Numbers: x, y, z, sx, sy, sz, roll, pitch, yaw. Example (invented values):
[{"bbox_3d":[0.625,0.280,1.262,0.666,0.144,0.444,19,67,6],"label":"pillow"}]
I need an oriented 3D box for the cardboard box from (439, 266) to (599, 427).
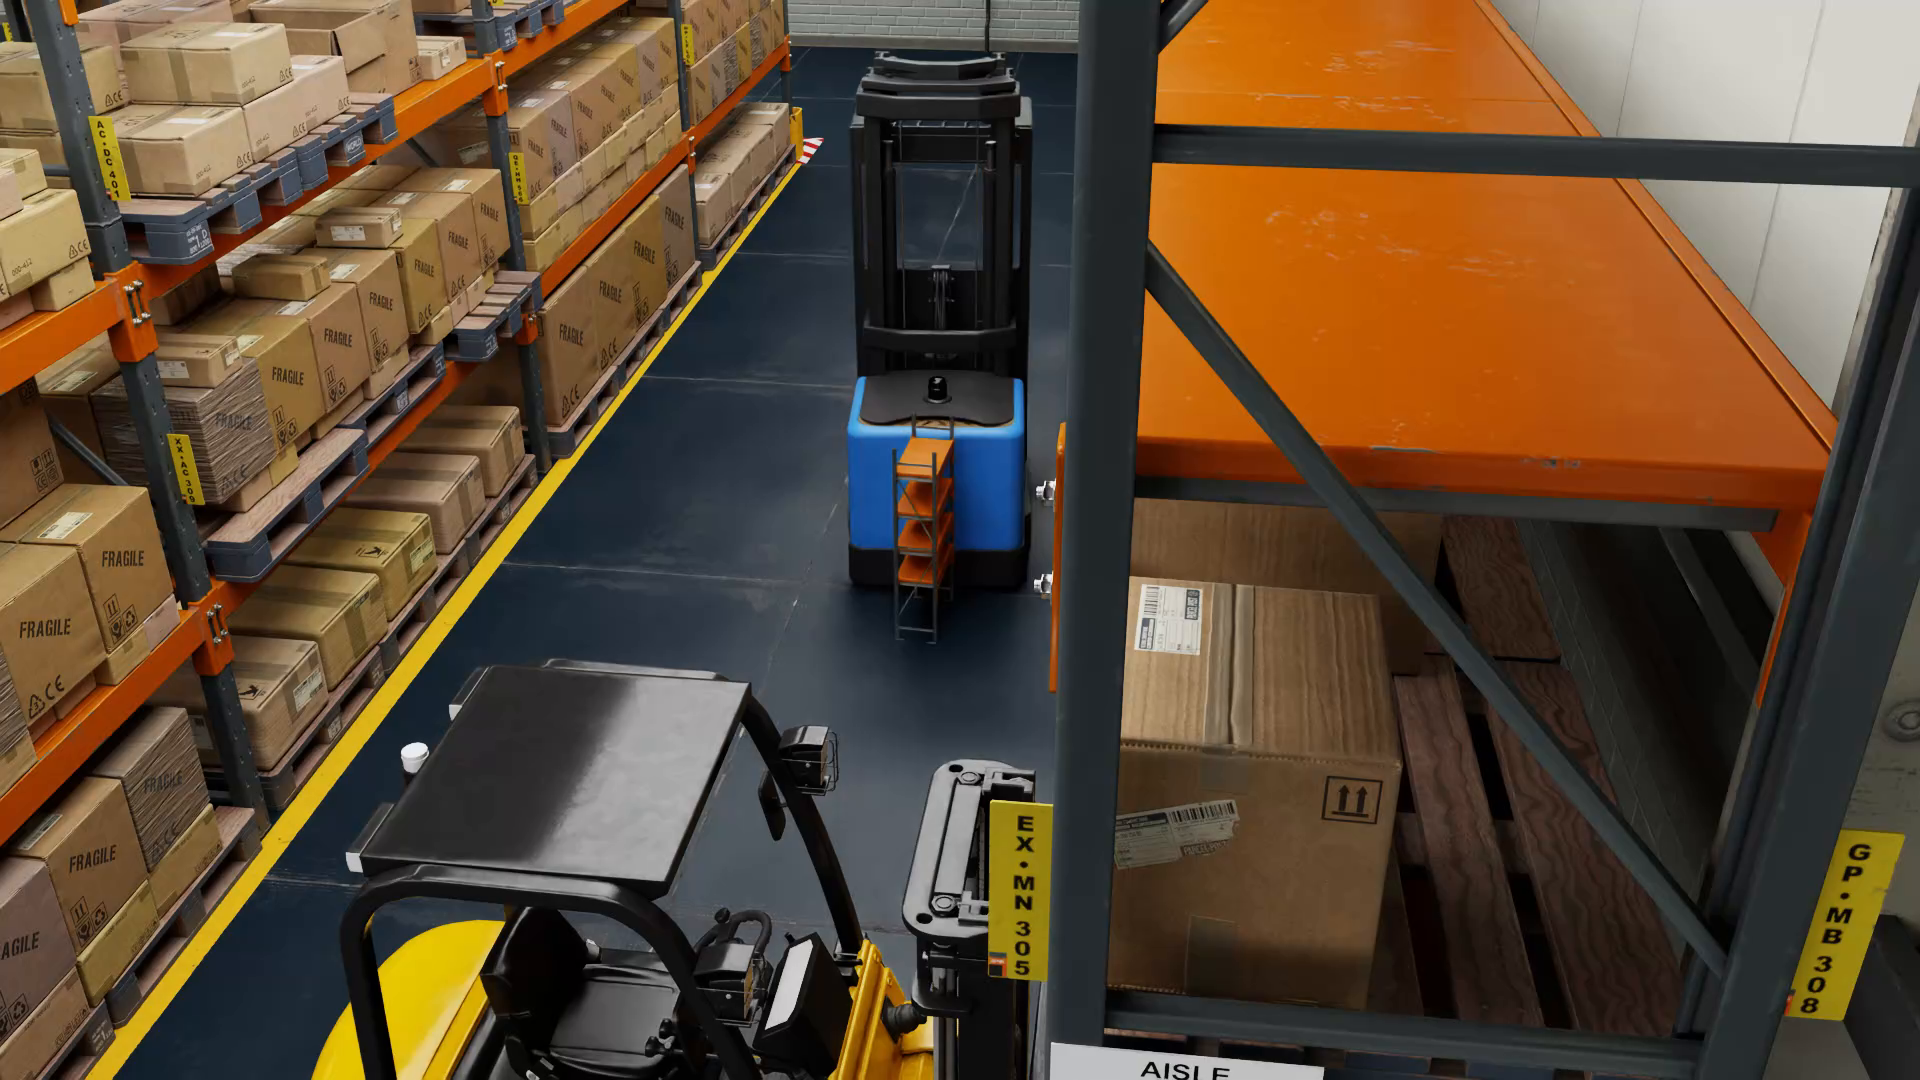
[{"bbox_3d":[-3.151,-1.395,11.767,0.875,0.875,0.875,3,28,6],"label":"cardboard box"}]

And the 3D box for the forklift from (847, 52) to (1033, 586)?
[{"bbox_3d":[-0.105,-1.675,10.562,1.130,2.935,3.031,1,28,1],"label":"forklift"}]

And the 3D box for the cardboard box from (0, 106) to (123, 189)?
[{"bbox_3d":[-3.880,-1.665,7.024,0.500,0.250,0.500,3,28,5],"label":"cardboard box"}]

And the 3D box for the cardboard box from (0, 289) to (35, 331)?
[{"bbox_3d":[-3.662,-0.873,6.102,0.380,0.149,0.250,4,29,7],"label":"cardboard box"}]

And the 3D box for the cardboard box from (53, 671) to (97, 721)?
[{"bbox_3d":[-3.678,0.573,6.581,0.380,0.149,0.250,3,29,6],"label":"cardboard box"}]

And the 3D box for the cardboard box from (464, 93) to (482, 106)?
[{"bbox_3d":[-3.459,-2.810,11.436,0.500,0.500,0.500,4,29,7],"label":"cardboard box"}]

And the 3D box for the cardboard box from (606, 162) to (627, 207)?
[{"bbox_3d":[-2.836,-2.697,12.544,0.500,0.250,0.500,3,28,6],"label":"cardboard box"}]

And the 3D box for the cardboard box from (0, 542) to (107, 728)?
[{"bbox_3d":[-3.672,0.349,6.313,0.500,0.500,0.500,4,29,8],"label":"cardboard box"}]

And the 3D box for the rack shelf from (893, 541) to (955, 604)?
[{"bbox_3d":[-0.201,0.172,9.517,0.258,0.148,0.480,5,29,9],"label":"rack shelf"}]

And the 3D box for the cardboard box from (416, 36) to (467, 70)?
[{"bbox_3d":[-3.148,-2.875,9.818,0.380,0.149,0.250,3,28,6],"label":"cardboard box"}]

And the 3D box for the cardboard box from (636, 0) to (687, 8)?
[{"bbox_3d":[-2.531,-4.612,14.096,0.380,0.149,0.250,3,28,5],"label":"cardboard box"}]

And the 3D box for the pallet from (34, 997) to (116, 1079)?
[{"bbox_3d":[-4.002,2.179,6.275,1.003,0.211,1.213,3,28,6],"label":"pallet"}]

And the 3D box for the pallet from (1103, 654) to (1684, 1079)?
[{"bbox_3d":[0.741,0.614,3.170,1.003,0.211,1.213,3,28,6],"label":"pallet"}]

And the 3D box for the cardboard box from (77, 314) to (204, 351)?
[{"bbox_3d":[-3.920,-0.767,7.941,0.500,0.500,0.500,4,29,6],"label":"cardboard box"}]

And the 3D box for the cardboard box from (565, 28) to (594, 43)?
[{"bbox_3d":[-3.202,-3.761,13.201,0.500,0.500,0.500,3,28,6],"label":"cardboard box"}]

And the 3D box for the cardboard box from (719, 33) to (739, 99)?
[{"bbox_3d":[-2.377,-4.428,15.494,0.500,0.500,0.500,4,29,7],"label":"cardboard box"}]

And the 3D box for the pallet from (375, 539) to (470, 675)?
[{"bbox_3d":[-3.567,0.343,9.684,1.003,0.211,1.213,3,28,6],"label":"pallet"}]

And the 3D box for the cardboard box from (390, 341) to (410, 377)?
[{"bbox_3d":[-3.236,-0.998,9.054,0.380,0.149,0.250,2,28,5],"label":"cardboard box"}]

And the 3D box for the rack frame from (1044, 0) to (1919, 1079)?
[{"bbox_3d":[0.629,-0.414,1.823,1.000,3.000,0.127,3,28,6],"label":"rack frame"}]

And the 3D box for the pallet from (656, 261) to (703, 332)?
[{"bbox_3d":[-2.847,-2.113,14.242,1.003,0.211,1.213,3,28,6],"label":"pallet"}]

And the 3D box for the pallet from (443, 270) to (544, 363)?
[{"bbox_3d":[-3.299,-1.399,10.179,1.213,0.211,1.003,3,28,6],"label":"pallet"}]

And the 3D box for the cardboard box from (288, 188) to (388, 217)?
[{"bbox_3d":[-3.659,-1.741,9.750,0.500,0.500,0.500,5,29,9],"label":"cardboard box"}]

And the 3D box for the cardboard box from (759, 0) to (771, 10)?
[{"bbox_3d":[-2.195,-5.587,16.590,0.500,0.500,0.500,3,29,6],"label":"cardboard box"}]

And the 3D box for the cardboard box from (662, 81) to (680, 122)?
[{"bbox_3d":[-2.640,-3.641,13.768,0.500,0.250,0.500,3,28,6],"label":"cardboard box"}]

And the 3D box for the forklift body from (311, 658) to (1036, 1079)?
[{"bbox_3d":[-0.950,1.602,5.301,2.313,2.155,1.214,3,28,6],"label":"forklift body"}]

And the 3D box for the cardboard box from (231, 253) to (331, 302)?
[{"bbox_3d":[-3.368,-1.306,8.258,0.380,0.149,0.250,5,29,9],"label":"cardboard box"}]

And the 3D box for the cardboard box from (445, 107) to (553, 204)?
[{"bbox_3d":[-3.015,-2.528,10.912,0.500,0.500,0.500,2,28,5],"label":"cardboard box"}]

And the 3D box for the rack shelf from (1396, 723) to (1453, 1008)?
[{"bbox_3d":[0.874,0.282,4.453,1.077,0.370,4.000,3,28,6],"label":"rack shelf"}]

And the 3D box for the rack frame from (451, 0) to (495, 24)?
[{"bbox_3d":[-3.318,-4.467,9.345,1.000,3.000,0.127,3,28,6],"label":"rack frame"}]

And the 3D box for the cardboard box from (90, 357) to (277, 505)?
[{"bbox_3d":[-3.466,-0.507,7.458,0.500,0.500,0.500,4,29,7],"label":"cardboard box"}]

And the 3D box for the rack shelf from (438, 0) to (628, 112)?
[{"bbox_3d":[-3.073,-3.771,11.975,1.077,0.370,4.000,3,28,6],"label":"rack shelf"}]

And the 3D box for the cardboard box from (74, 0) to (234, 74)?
[{"bbox_3d":[-3.760,-2.364,7.793,0.500,0.250,0.500,4,29,7],"label":"cardboard box"}]

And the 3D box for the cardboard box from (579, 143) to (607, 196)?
[{"bbox_3d":[-2.873,-2.681,11.987,0.500,0.250,0.500,3,28,6],"label":"cardboard box"}]

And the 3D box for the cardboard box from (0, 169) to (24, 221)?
[{"bbox_3d":[-3.586,-1.215,5.896,0.380,0.149,0.250,3,28,5],"label":"cardboard box"}]

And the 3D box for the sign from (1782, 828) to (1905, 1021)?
[{"bbox_3d":[1.179,0.522,2.243,0.100,0.325,0.005,3,28,6],"label":"sign"}]

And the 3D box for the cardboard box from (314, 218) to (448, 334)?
[{"bbox_3d":[-3.211,-1.474,9.253,0.500,0.500,0.500,1,28,3],"label":"cardboard box"}]

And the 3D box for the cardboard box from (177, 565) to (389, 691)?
[{"bbox_3d":[-3.661,0.444,8.884,0.950,0.372,0.625,5,29,9],"label":"cardboard box"}]

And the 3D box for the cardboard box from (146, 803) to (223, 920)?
[{"bbox_3d":[-3.614,1.377,7.280,0.500,0.250,0.500,5,29,9],"label":"cardboard box"}]

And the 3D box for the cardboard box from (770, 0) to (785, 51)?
[{"bbox_3d":[-2.134,-5.393,17.284,0.500,0.500,0.500,4,29,6],"label":"cardboard box"}]

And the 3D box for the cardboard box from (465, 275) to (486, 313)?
[{"bbox_3d":[-3.072,-1.480,9.949,0.380,0.149,0.250,3,28,6],"label":"cardboard box"}]

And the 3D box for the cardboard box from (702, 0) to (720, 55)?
[{"bbox_3d":[-2.461,-4.640,14.833,0.500,0.500,0.500,3,28,6],"label":"cardboard box"}]

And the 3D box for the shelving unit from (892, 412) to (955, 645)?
[{"bbox_3d":[-0.200,-0.062,9.390,0.258,1.200,0.503,5,29,9],"label":"shelving unit"}]

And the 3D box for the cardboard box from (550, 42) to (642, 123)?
[{"bbox_3d":[-2.771,-3.486,12.691,0.500,0.500,0.500,4,29,8],"label":"cardboard box"}]

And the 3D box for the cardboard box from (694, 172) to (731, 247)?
[{"bbox_3d":[-2.644,-3.055,15.308,0.875,0.438,0.875,3,28,5],"label":"cardboard box"}]

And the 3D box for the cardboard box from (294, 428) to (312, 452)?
[{"bbox_3d":[-3.428,-0.514,8.155,0.380,0.149,0.250,5,29,9],"label":"cardboard box"}]

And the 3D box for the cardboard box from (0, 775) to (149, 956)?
[{"bbox_3d":[-3.675,1.286,6.657,0.500,0.500,0.500,4,29,7],"label":"cardboard box"}]

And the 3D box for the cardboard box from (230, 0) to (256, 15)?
[{"bbox_3d":[-7.254,-5.064,16.361,0.500,0.500,0.500,5,29,9],"label":"cardboard box"}]

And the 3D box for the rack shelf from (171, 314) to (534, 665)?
[{"bbox_3d":[-3.563,-0.567,9.191,1.077,0.370,4.000,3,28,6],"label":"rack shelf"}]

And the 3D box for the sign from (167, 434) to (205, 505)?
[{"bbox_3d":[-3.268,-0.296,7.016,0.100,0.325,0.005,3,28,6],"label":"sign"}]
